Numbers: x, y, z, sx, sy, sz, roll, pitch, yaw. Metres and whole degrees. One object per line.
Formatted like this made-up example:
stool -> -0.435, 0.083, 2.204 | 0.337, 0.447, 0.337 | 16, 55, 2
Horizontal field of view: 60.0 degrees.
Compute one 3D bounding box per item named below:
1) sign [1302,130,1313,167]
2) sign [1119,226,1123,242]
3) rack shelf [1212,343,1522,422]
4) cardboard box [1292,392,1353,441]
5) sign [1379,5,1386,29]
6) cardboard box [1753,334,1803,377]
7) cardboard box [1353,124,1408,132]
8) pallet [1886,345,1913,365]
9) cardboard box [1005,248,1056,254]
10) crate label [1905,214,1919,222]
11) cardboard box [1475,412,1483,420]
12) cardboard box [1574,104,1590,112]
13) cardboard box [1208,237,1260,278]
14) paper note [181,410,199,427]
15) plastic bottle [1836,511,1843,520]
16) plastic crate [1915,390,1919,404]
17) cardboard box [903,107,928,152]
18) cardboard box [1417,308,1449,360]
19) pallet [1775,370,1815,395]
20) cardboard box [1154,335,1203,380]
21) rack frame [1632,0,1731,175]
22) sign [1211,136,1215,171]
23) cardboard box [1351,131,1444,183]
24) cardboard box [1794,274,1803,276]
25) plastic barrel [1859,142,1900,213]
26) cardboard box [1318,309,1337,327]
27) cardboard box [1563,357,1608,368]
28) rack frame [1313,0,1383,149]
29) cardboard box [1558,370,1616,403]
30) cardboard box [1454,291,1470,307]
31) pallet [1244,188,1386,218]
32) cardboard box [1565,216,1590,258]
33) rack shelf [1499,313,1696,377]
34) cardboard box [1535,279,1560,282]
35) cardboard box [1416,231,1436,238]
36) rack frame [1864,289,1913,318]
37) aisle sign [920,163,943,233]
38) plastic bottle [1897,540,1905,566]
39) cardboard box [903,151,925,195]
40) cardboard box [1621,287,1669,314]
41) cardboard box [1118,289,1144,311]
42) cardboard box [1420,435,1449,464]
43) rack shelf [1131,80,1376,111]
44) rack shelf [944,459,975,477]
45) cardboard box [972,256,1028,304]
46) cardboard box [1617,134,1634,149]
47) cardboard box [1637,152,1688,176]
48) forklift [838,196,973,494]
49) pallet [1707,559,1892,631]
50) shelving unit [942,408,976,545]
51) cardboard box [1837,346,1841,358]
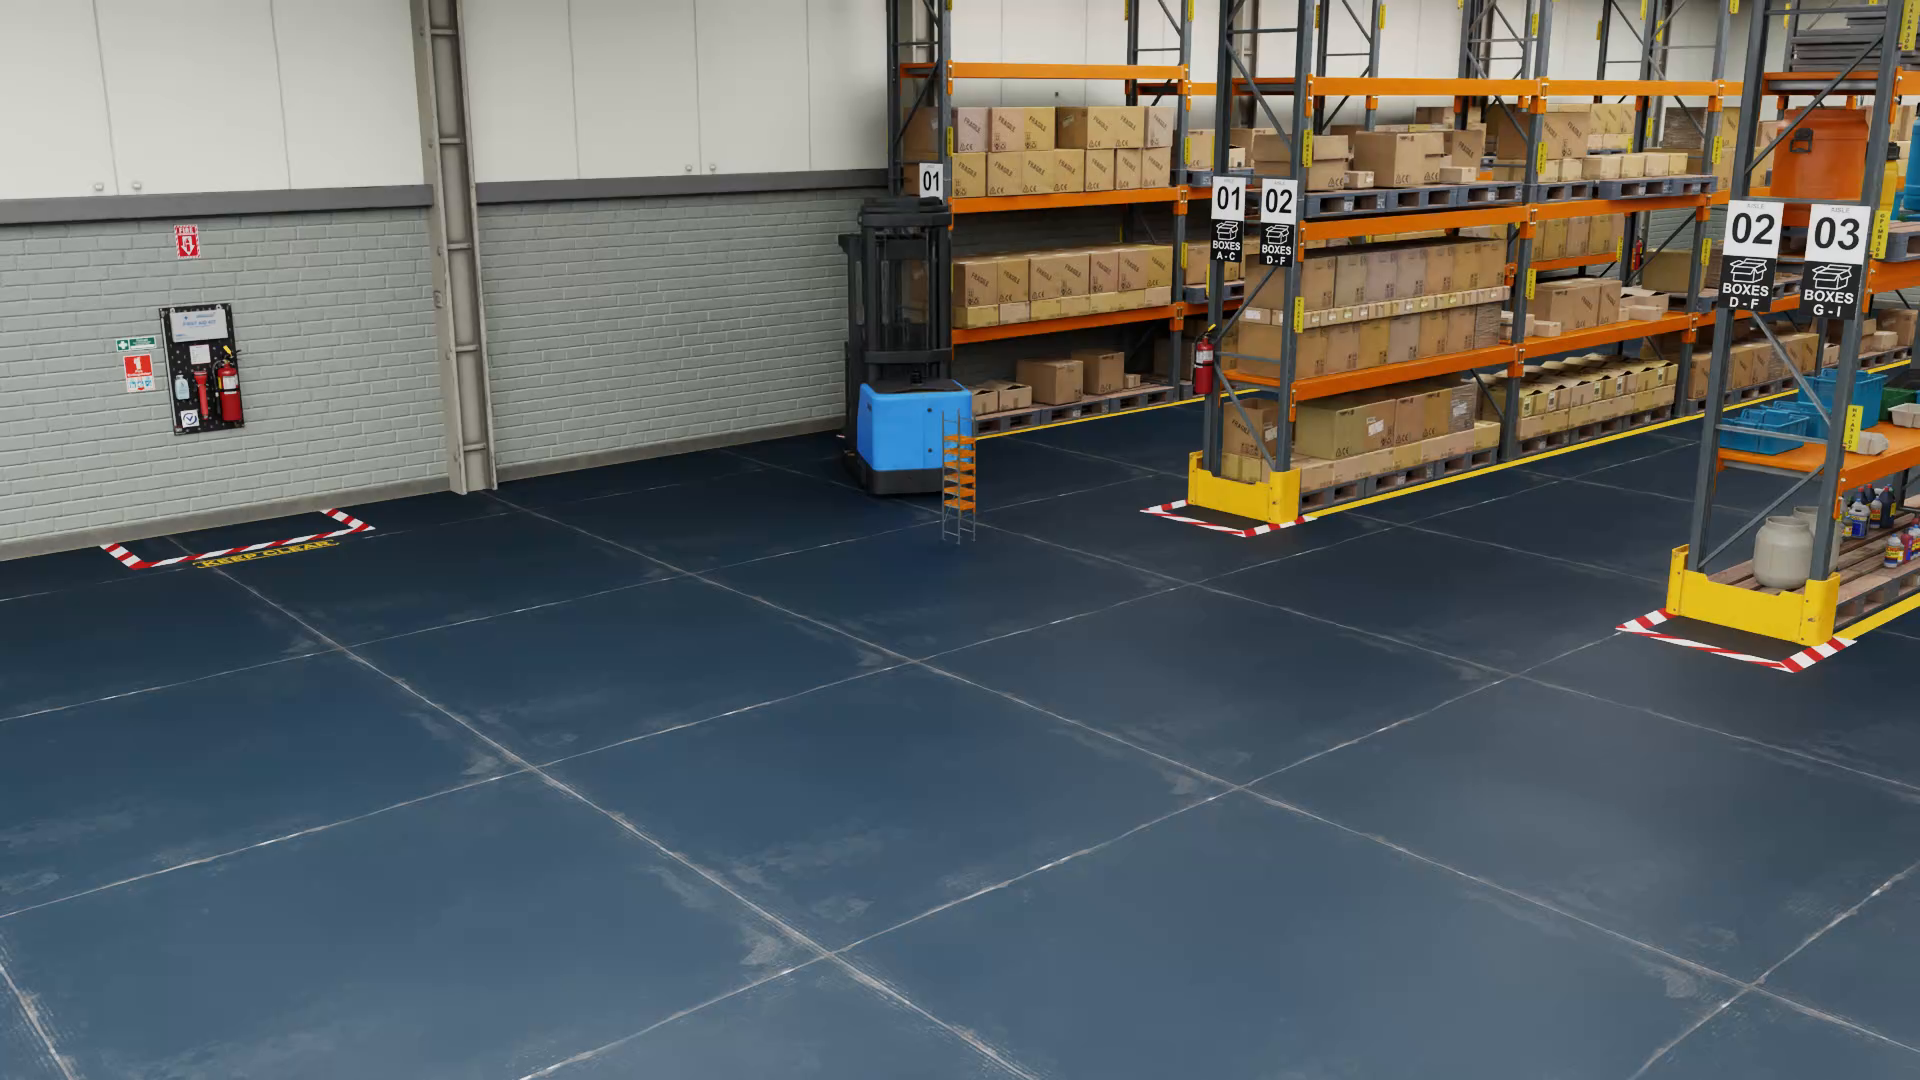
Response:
sign -> 3.143, -3.541, 15.036 | 0.005, 0.325, 0.100 | -13, 19, -39
sign -> 2.179, -4.049, 22.352 | 0.005, 0.325, 0.100 | -13, 19, -39
rack shelf -> 4.292, -1.732, 17.316 | 4.000, 0.370, 1.077 | -13, 19, -39
cardboard box -> 3.738, -1.299, 17.360 | 0.500, 0.500, 0.500 | -13, 19, -39
sign -> 5.928, -7.344, 23.342 | 0.005, 0.325, 0.100 | -13, 19, -39
cardboard box -> 11.274, -2.557, 23.001 | 0.500, 0.500, 0.500 | -13, 19, -39
cardboard box -> 6.257, -5.963, 24.903 | 0.500, 0.500, 0.700 | -14, 20, -42
pallet -> 14.196, -2.956, 25.907 | 1.213, 0.211, 1.003 | -13, 19, -39
cardboard box -> 0.898, -3.382, 20.899 | 0.500, 0.500, 0.500 | -12, 19, -39
crate label -> 7.661, -2.406, 12.920 | 0.408, 0.251, 0.502 | -13, 19, -39
cardboard box -> 5.924, -1.419, 19.266 | 0.500, 0.250, 0.500 | -13, 20, -40
cardboard box -> 10.056, -6.967, 27.537 | 0.500, 0.500, 0.500 | -12, 19, -39
cardboard box -> 3.855, -3.933, 23.117 | 0.500, 0.500, 0.700 | -10, 18, -32
paper note -> -7.105, -1.122, 15.344 | 0.142, 0.148, 0.016 | -13, 19, -39
plastic bottle -> 7.565, -0.195, 14.447 | 0.185, 0.351, 0.144 | -12, 19, -37
plastic crate -> 8.393, -1.141, 13.998 | 0.616, 0.251, 0.499 | -13, 19, -39
cardboard box -> -0.317, -4.819, 19.495 | 0.500, 0.500, 0.500 | -12, 19, -37
cardboard box -> 4.696, -2.215, 17.538 | 0.500, 0.500, 0.700 | -12, 19, -39
pallet -> 11.247, -2.281, 23.381 | 1.213, 0.211, 1.003 | -13, 19, -39
cardboard box -> 3.091, -2.515, 22.844 | 0.500, 0.500, 0.700 | -12, 19, -38
rack frame -> 8.819, -5.994, 20.254 | 0.127, 3.000, 1.000 | -13, 19, -39
sign -> 2.438, -3.687, 15.867 | 0.005, 0.325, 0.100 | -13, 19, -39
cardboard box -> 4.476, -3.934, 17.066 | 0.637, 0.503, 0.797 | -10, 18, -33
cardboard box -> 12.045, -3.957, 24.056 | 0.500, 0.500, 0.500 | -12, 19, -38
plastic barrel -> 6.809, -2.737, 12.692 | 0.600, 0.588, 0.600 | 0, 15, 0
cardboard box -> 3.418, -2.172, 16.119 | 0.250, 0.149, 0.380 | -13, 20, -41
cardboard box -> 7.840, -2.119, 20.799 | 0.500, 0.311, 0.500 | -13, 20, -41
rack frame -> 5.564, -6.958, 23.862 | 0.127, 3.000, 1.000 | -13, 19, -39
cardboard box -> 7.435, -1.846, 19.776 | 0.500, 0.311, 0.500 | -12, 19, -38
cardboard box -> 5.155, -2.561, 17.575 | 0.250, 0.149, 0.380 | -13, 20, -39
pallet -> 3.334, -3.262, 16.008 | 1.213, 0.211, 1.003 | -13, 19, -39
cardboard box -> 10.098, -5.219, 28.394 | 0.700, 0.700, 0.980 | -14, 20, -42
rack shelf -> 7.310, -2.410, 19.852 | 4.000, 0.370, 1.077 | -13, 19, -39
cardboard box -> 10.144, -4.430, 28.797 | 0.250, 0.149, 0.380 | -12, 19, -39
cardboard box -> 6.875, -4.465, 25.343 | 0.500, 0.500, 0.500 | -13, 20, -40
rack frame -> 14.854, -4.451, 26.102 | 0.127, 3.000, 1.000 | -13, 19, -39
aisle sign -> -0.328, -3.890, 18.963 | 0.004, 0.787, 0.394 | -13, 19, -39
plastic bottle -> 7.683, 0.100, 13.635 | 0.097, 0.201, 0.097 | 0, 15, 0
cardboard box -> -0.322, -4.332, 19.609 | 0.500, 0.500, 0.500 | -11, 18, -35
cardboard box -> 8.516, -3.000, 20.841 | 0.500, 0.311, 0.500 | -11, 19, -36
cardboard box -> 2.007, -3.097, 21.285 | 0.500, 0.250, 0.500 | -13, 19, -39
cardboard box -> 4.844, -1.001, 17.701 | 0.500, 0.250, 0.500 | -13, 19, -39
rack shelf -> 4.055, -6.078, 22.738 | 4.000, 0.370, 1.077 | -13, 19, -39
rack shelf -> -0.011, -0.650, 15.066 | 0.180, 0.103, 0.258 | -13, 19, -39
cardboard box -> 0.466, -3.108, 19.872 | 0.500, 0.500, 0.500 | -13, 19, -39
cardboard box -> 11.221, -6.867, 28.617 | 0.500, 0.250, 0.500 | -12, 19, -38
cardboard box -> 8.513, -4.588, 20.277 | 0.500, 0.250, 0.500 | 14, 21, 43
forklift -> -0.687, -2.209, 17.839 | 1.130, 2.935, 3.031 | -3, 15, -12
pallet -> 6.675, 0.413, 13.295 | 1.213, 0.211, 1.003 | -13, 19, -39
shelving unit -> -0.011, -0.577, 15.086 | 0.189, 1.200, 0.258 | -13, 19, -39
cardboard box -> 12.941, -2.795, 24.538 | 0.250, 0.166, 0.380 | -13, 19, -39
